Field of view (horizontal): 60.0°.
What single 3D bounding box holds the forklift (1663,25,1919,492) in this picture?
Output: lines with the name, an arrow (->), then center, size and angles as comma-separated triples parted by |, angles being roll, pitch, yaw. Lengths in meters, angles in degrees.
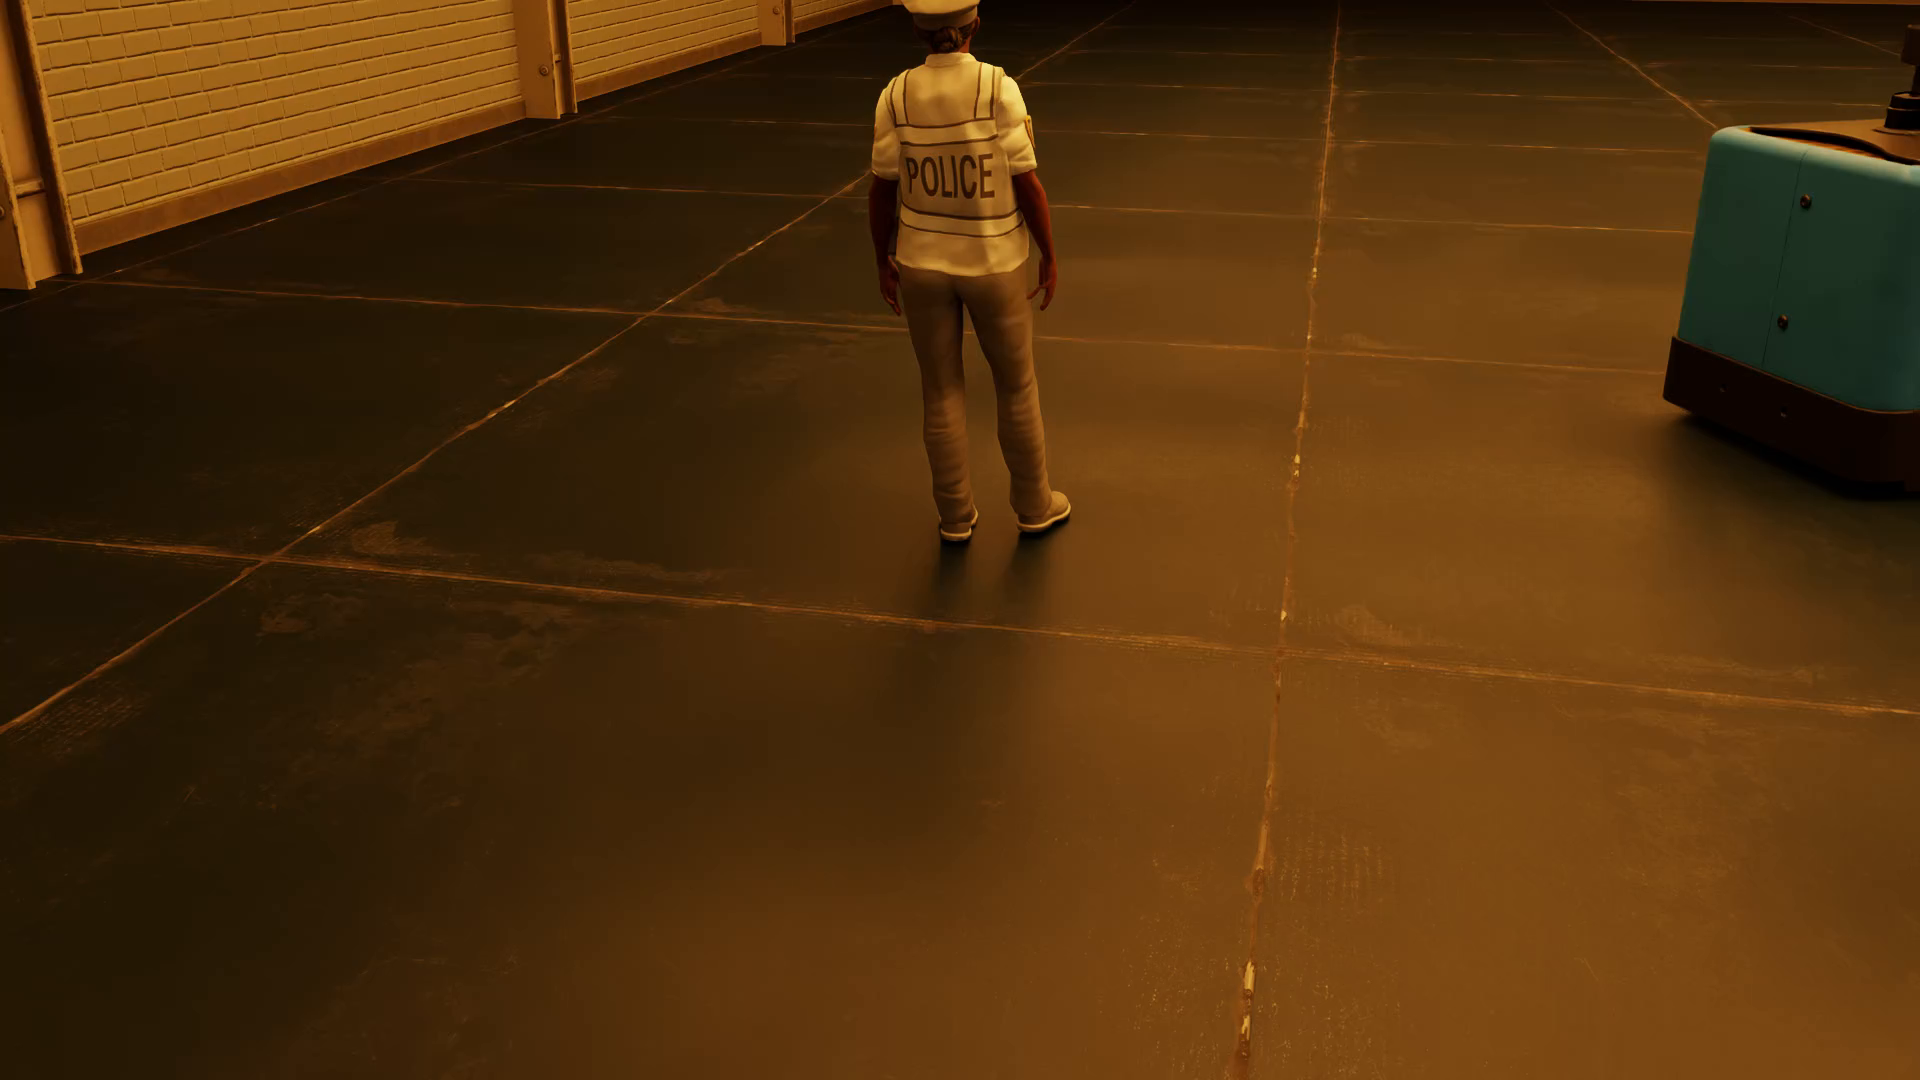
forklift -> 4.225, -1.813, 5.712 | 3.031, 2.935, 1.130 | -6, 23, -15

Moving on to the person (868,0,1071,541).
person -> 0.036, -0.818, 4.890 | 0.569, 1.695, 0.528 | 5, 23, 11
